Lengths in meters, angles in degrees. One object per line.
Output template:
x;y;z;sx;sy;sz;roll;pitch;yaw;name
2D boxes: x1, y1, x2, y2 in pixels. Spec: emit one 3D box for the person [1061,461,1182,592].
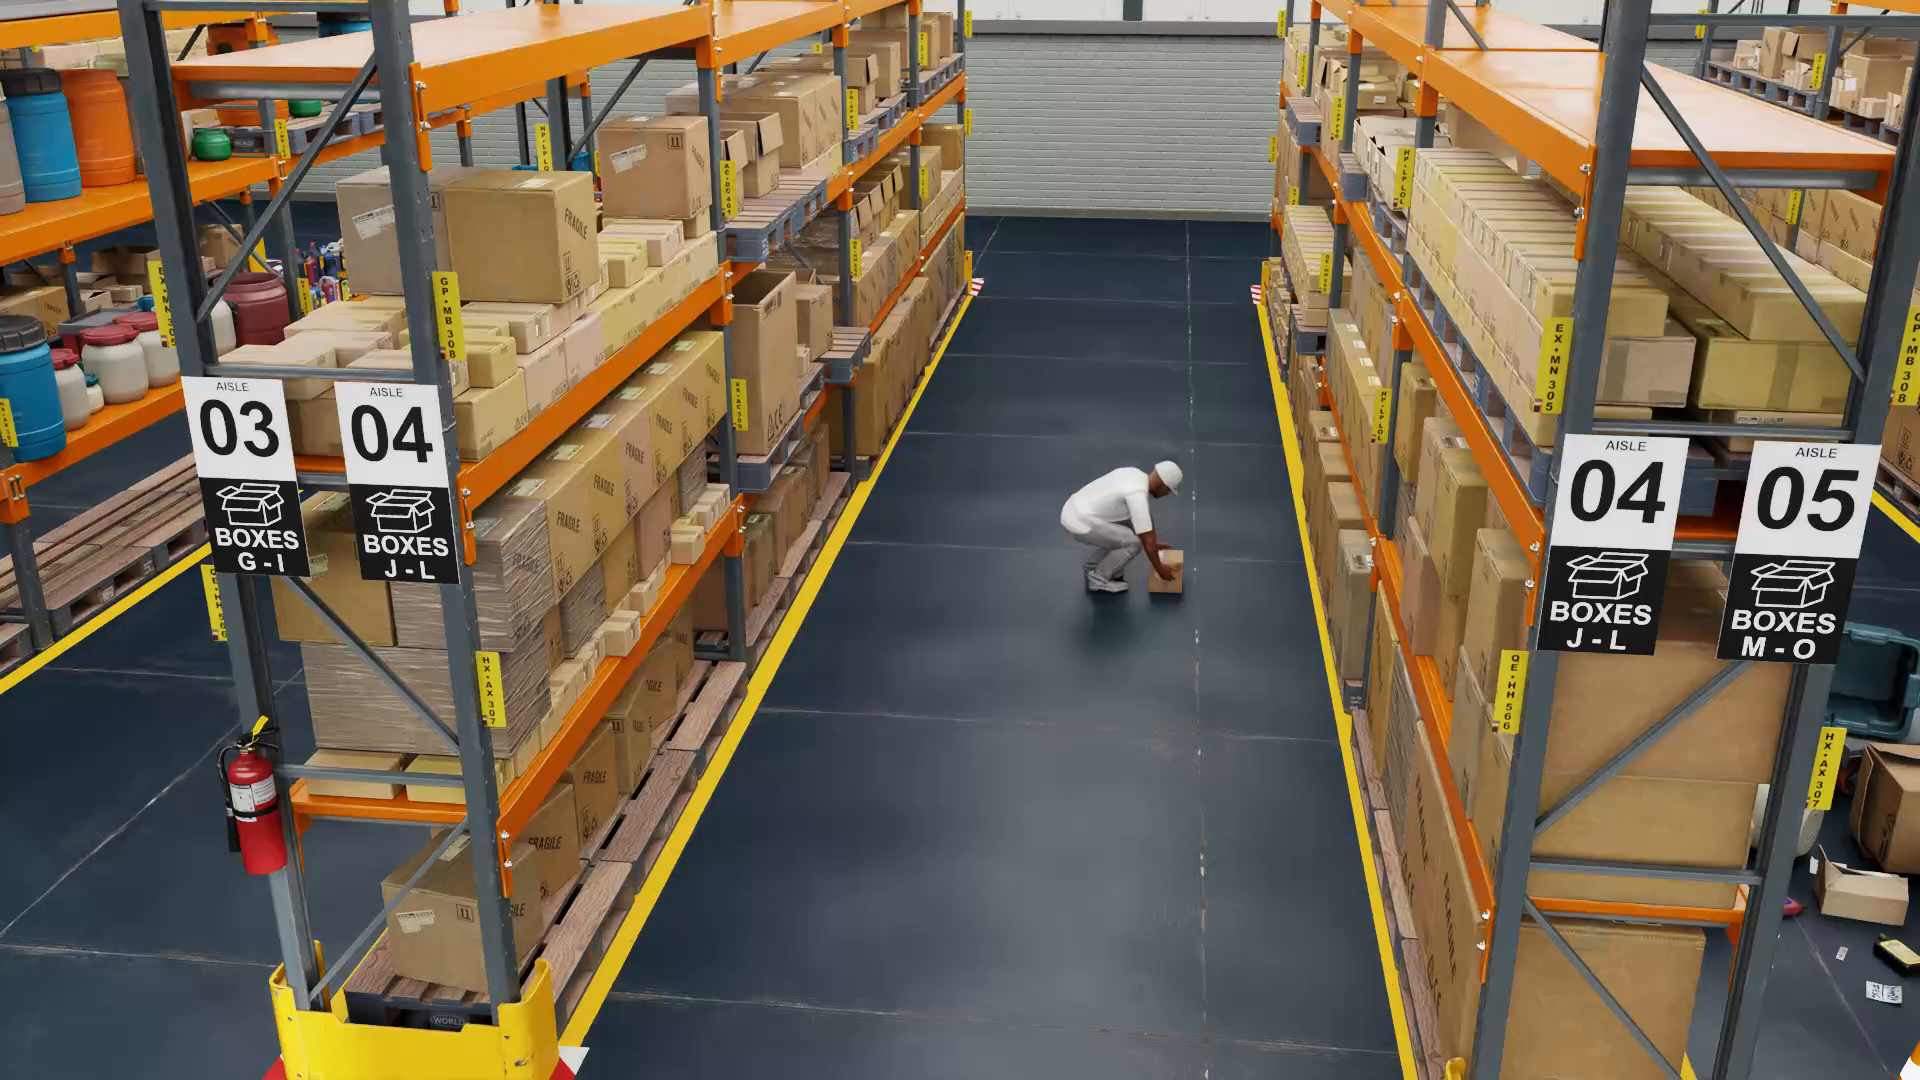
1.206;-0.131;12.498;0.894;0.975;0.574;2;21;6;person
